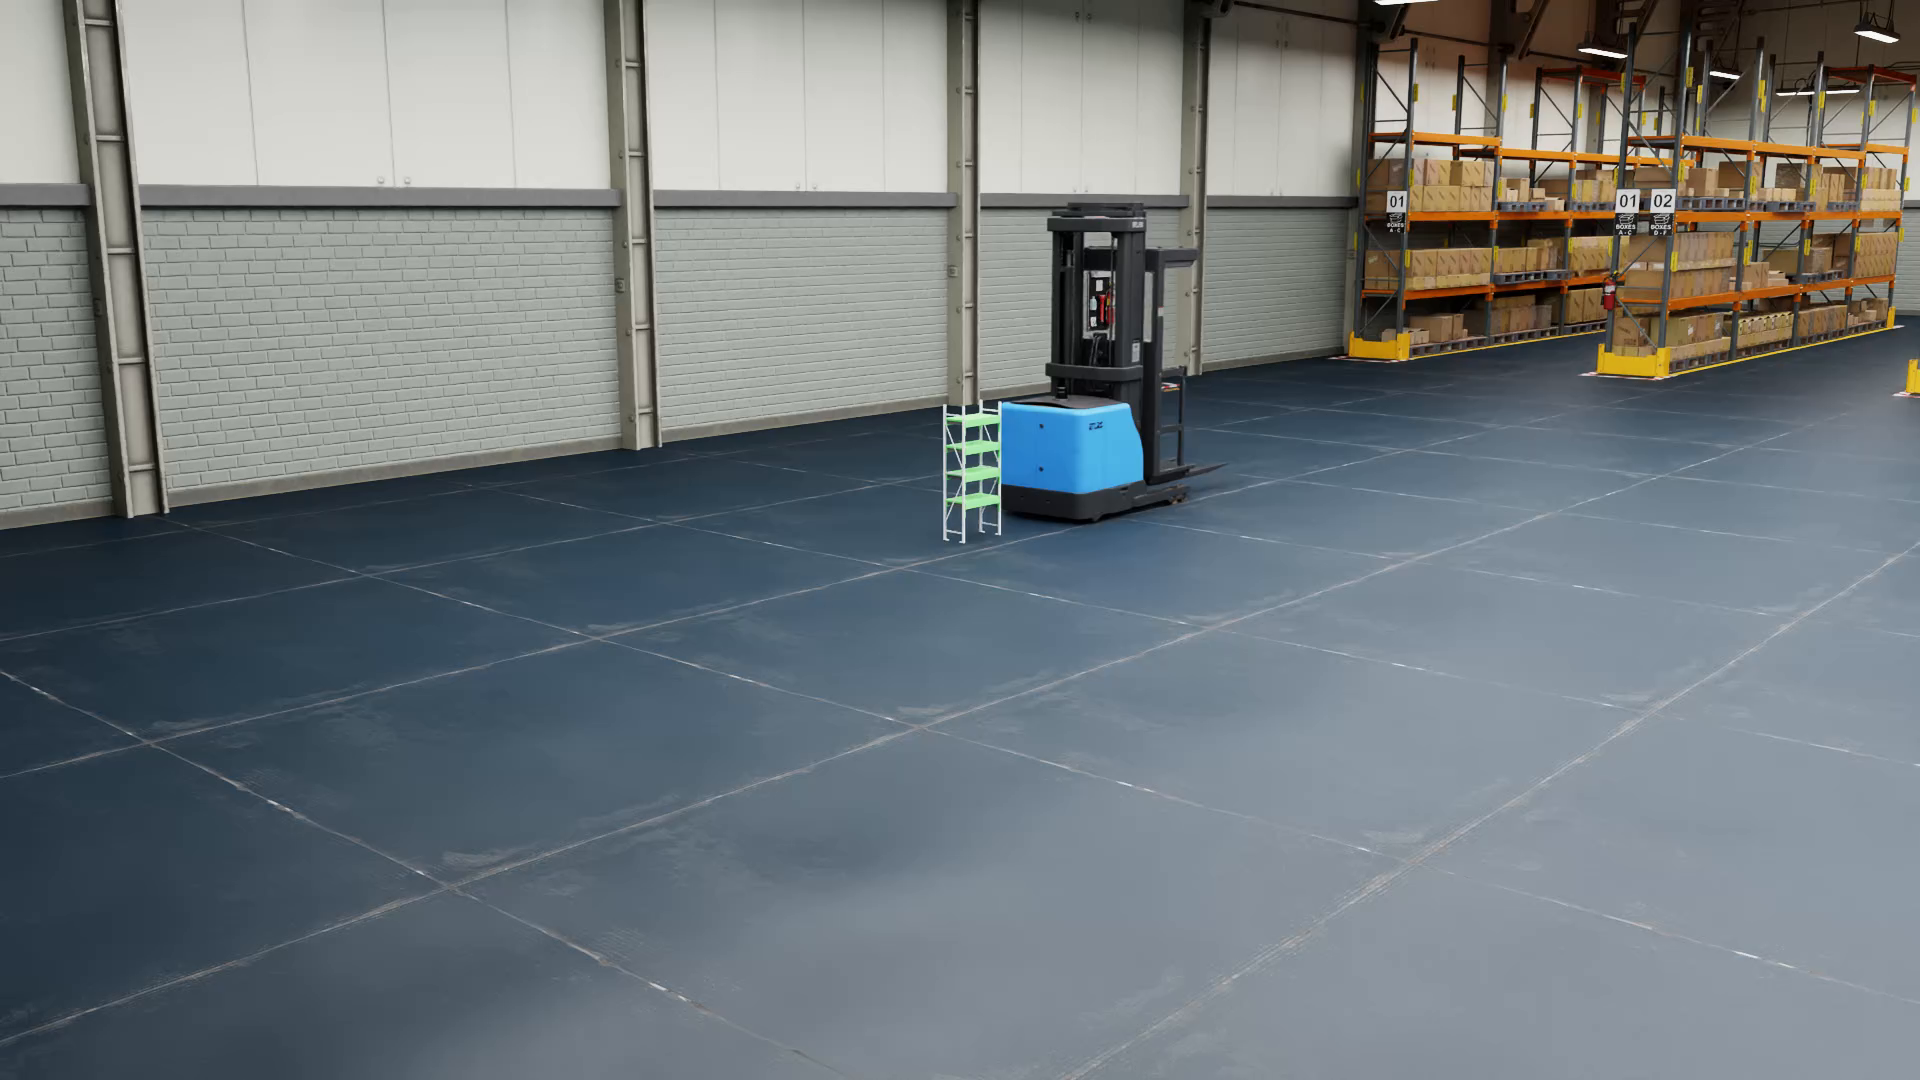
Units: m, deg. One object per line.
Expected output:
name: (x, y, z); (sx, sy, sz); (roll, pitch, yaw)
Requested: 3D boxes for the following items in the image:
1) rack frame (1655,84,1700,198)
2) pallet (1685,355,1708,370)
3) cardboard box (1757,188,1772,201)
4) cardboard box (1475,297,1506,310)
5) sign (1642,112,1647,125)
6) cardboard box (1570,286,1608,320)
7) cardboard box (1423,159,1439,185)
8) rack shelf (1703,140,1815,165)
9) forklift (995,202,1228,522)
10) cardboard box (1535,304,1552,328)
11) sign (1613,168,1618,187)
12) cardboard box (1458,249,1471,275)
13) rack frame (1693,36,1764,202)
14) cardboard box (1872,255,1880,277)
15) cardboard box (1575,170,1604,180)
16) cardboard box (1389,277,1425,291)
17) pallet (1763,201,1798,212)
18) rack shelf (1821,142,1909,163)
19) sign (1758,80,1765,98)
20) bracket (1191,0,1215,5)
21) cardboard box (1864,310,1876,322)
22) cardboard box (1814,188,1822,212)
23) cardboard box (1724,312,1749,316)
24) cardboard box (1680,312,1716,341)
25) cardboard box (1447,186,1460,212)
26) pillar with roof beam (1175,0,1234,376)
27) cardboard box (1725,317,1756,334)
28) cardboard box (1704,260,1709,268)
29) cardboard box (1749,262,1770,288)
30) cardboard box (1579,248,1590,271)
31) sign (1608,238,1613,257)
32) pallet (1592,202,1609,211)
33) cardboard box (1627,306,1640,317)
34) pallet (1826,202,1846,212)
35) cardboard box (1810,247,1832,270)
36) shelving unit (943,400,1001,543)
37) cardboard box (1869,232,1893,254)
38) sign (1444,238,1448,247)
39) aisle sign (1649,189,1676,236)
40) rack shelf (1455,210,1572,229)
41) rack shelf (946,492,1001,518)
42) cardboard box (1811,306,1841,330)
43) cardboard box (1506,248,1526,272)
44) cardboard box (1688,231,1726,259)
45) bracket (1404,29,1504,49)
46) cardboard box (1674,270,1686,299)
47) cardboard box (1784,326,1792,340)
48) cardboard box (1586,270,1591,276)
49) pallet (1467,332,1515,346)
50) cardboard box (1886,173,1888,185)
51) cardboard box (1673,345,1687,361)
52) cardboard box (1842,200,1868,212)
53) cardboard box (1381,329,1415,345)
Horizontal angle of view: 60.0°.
rack frame: (18.725, -10.339, 43.499); (1.000, 3.000, 0.127); (10, 15, 40)
pallet: (13.166, -3.332, 30.854); (1.003, 0.211, 1.213); (10, 15, 40)
cardboard box: (15.836, -6.868, 33.091); (0.500, 0.250, 0.500); (8, 14, 36)
cardboard box: (11.565, -5.165, 36.255); (0.500, 0.250, 0.500); (9, 15, 39)
sign: (16.500, -10.179, 40.110); (0.100, 0.325, 0.005); (10, 15, 40)
cardboard box: (15.169, -5.716, 40.089); (0.750, 0.750, 0.750); (10, 15, 42)
cardboard box: (8.969, -7.155, 32.360); (0.500, 0.500, 0.500); (10, 15, 40)
rack shelf: (15.848, -7.679, 33.038); (1.077, 0.370, 4.000); (10, 15, 40)
forklift: (1.646, -1.843, 16.457); (1.130, 2.935, 3.031); (9, 14, 38)
cardboard box: (13.008, -5.097, 37.831); (0.700, 0.500, 0.500); (10, 15, 41)
sign: (11.489, -6.341, 29.085); (0.100, 0.325, 0.005); (10, 15, 40)
cardboard box: (10.058, -5.679, 33.902); (0.500, 0.500, 0.500); (9, 15, 39)
rack frame: (14.527, -7.933, 31.455); (1.000, 3.000, 0.127); (10, 15, 40)
cardboard box: (21.352, -6.481, 39.247); (0.500, 0.500, 0.500); (9, 15, 40)
cardboard box: (15.052, -8.716, 39.740); (0.500, 0.250, 0.500); (9, 15, 39)
cardboard box: (8.724, -5.010, 32.467); (0.500, 0.250, 0.500); (9, 15, 39)
pallet: (16.051, -6.682, 33.331); (1.003, 0.211, 1.213); (11, 16, 43)
rack shelf: (21.128, -9.050, 38.892); (1.077, 0.370, 4.000); (10, 15, 40)
sign: (14.928, -8.394, 30.971); (0.100, 0.325, 0.005); (10, 15, 40)
bracket: (4.008, -8.975, 27.480); (0.235, 0.232, 0.430); (10, 15, 40)
cardboard box: (21.625, -5.376, 39.868); (0.500, 0.250, 0.500); (10, 15, 40)
cardboard box: (17.767, -7.243, 35.405); (0.910, 0.500, 0.500); (10, 15, 40)
cardboard box: (15.923, -4.520, 34.200); (0.500, 0.311, 0.500); (9, 15, 39)
cardboard box: (13.719, -3.974, 30.983); (0.500, 0.500, 0.500); (10, 15, 40)
cardboard box: (9.631, -6.822, 33.245); (0.500, 0.500, 0.500); (11, 16, 44)
pillar with roof beam: (7.249, -6.760, 25.582); (9.100, 9.000, 0.548); (10, 15, 40)
cardboard box: (15.322, -4.225, 32.725); (0.500, 0.311, 0.500); (10, 15, 40)
cardboard box: (13.496, -5.065, 30.499); (0.380, 0.149, 0.250); (10, 15, 42)
cardboard box: (16.072, -5.380, 33.733); (0.500, 0.500, 0.500); (9, 14, 37)
cardboard box: (14.310, -6.539, 38.724); (0.500, 0.500, 0.500); (10, 15, 42)
sign: (11.489, -5.159, 29.321); (0.100, 0.325, 0.005); (10, 15, 40)
pallet: (14.565, -7.865, 39.252); (1.003, 0.211, 1.213); (11, 16, 43)
cardboard box: (16.655, -5.885, 41.828); (0.700, 0.500, 0.500); (10, 15, 41)
pallet: (18.643, -7.307, 36.459); (1.213, 0.211, 1.003); (10, 15, 40)
cardboard box: (19.328, -6.382, 37.681); (0.700, 0.500, 0.500); (4, 12, 21)
shelving unit: (0.109, -0.613, 14.716); (0.258, 1.200, 0.503); (10, 15, 40)
cardboard box: (22.029, -7.121, 39.896); (0.500, 0.500, 0.500); (10, 15, 42)
sign: (10.385, -6.270, 35.490); (0.100, 0.325, 0.005); (10, 15, 40)
aisle sign: (12.074, -5.628, 28.595); (0.394, 0.787, 0.004); (10, 15, 40)
rack shelf: (12.124, -7.044, 36.497); (1.077, 0.370, 4.000); (10, 15, 40)
rack shelf: (0.109, -0.315, 14.775); (0.258, 0.148, 0.480); (10, 15, 40)
cardboard box: (19.365, -4.977, 37.230); (0.500, 0.500, 0.500); (10, 15, 41)
cardboard box: (11.951, -6.149, 36.459); (0.500, 0.500, 0.700); (-10, 15, -40)
cardboard box: (13.907, -5.536, 31.202); (0.700, 0.500, 0.500); (10, 15, 40)
bracket: (10.217, -10.359, 34.409); (0.076, 0.066, 4.783); (10, 15, 40)
cardboard box: (12.548, -4.597, 29.812); (0.700, 0.500, 0.500); (10, 15, 42)
cardboard box: (17.004, -4.328, 34.672); (0.500, 0.250, 0.500); (10, 15, 42)
cardboard box: (14.664, -6.318, 39.274); (0.380, 0.149, 0.250); (10, 15, 41)
pallet: (11.317, -4.379, 36.094); (1.003, 0.211, 1.213); (10, 15, 40)
cardboard box: (21.728, -8.627, 39.778); (0.700, 0.500, 0.500); (10, 15, 40)
cardboard box: (12.735, -3.385, 29.946); (0.500, 0.250, 0.500); (10, 15, 40)
cardboard box: (20.315, -7.605, 37.855); (0.500, 0.250, 0.500); (10, 15, 40)
cardboard box: (8.688, -4.030, 32.972); (0.500, 0.311, 0.500); (8, 14, 34)
